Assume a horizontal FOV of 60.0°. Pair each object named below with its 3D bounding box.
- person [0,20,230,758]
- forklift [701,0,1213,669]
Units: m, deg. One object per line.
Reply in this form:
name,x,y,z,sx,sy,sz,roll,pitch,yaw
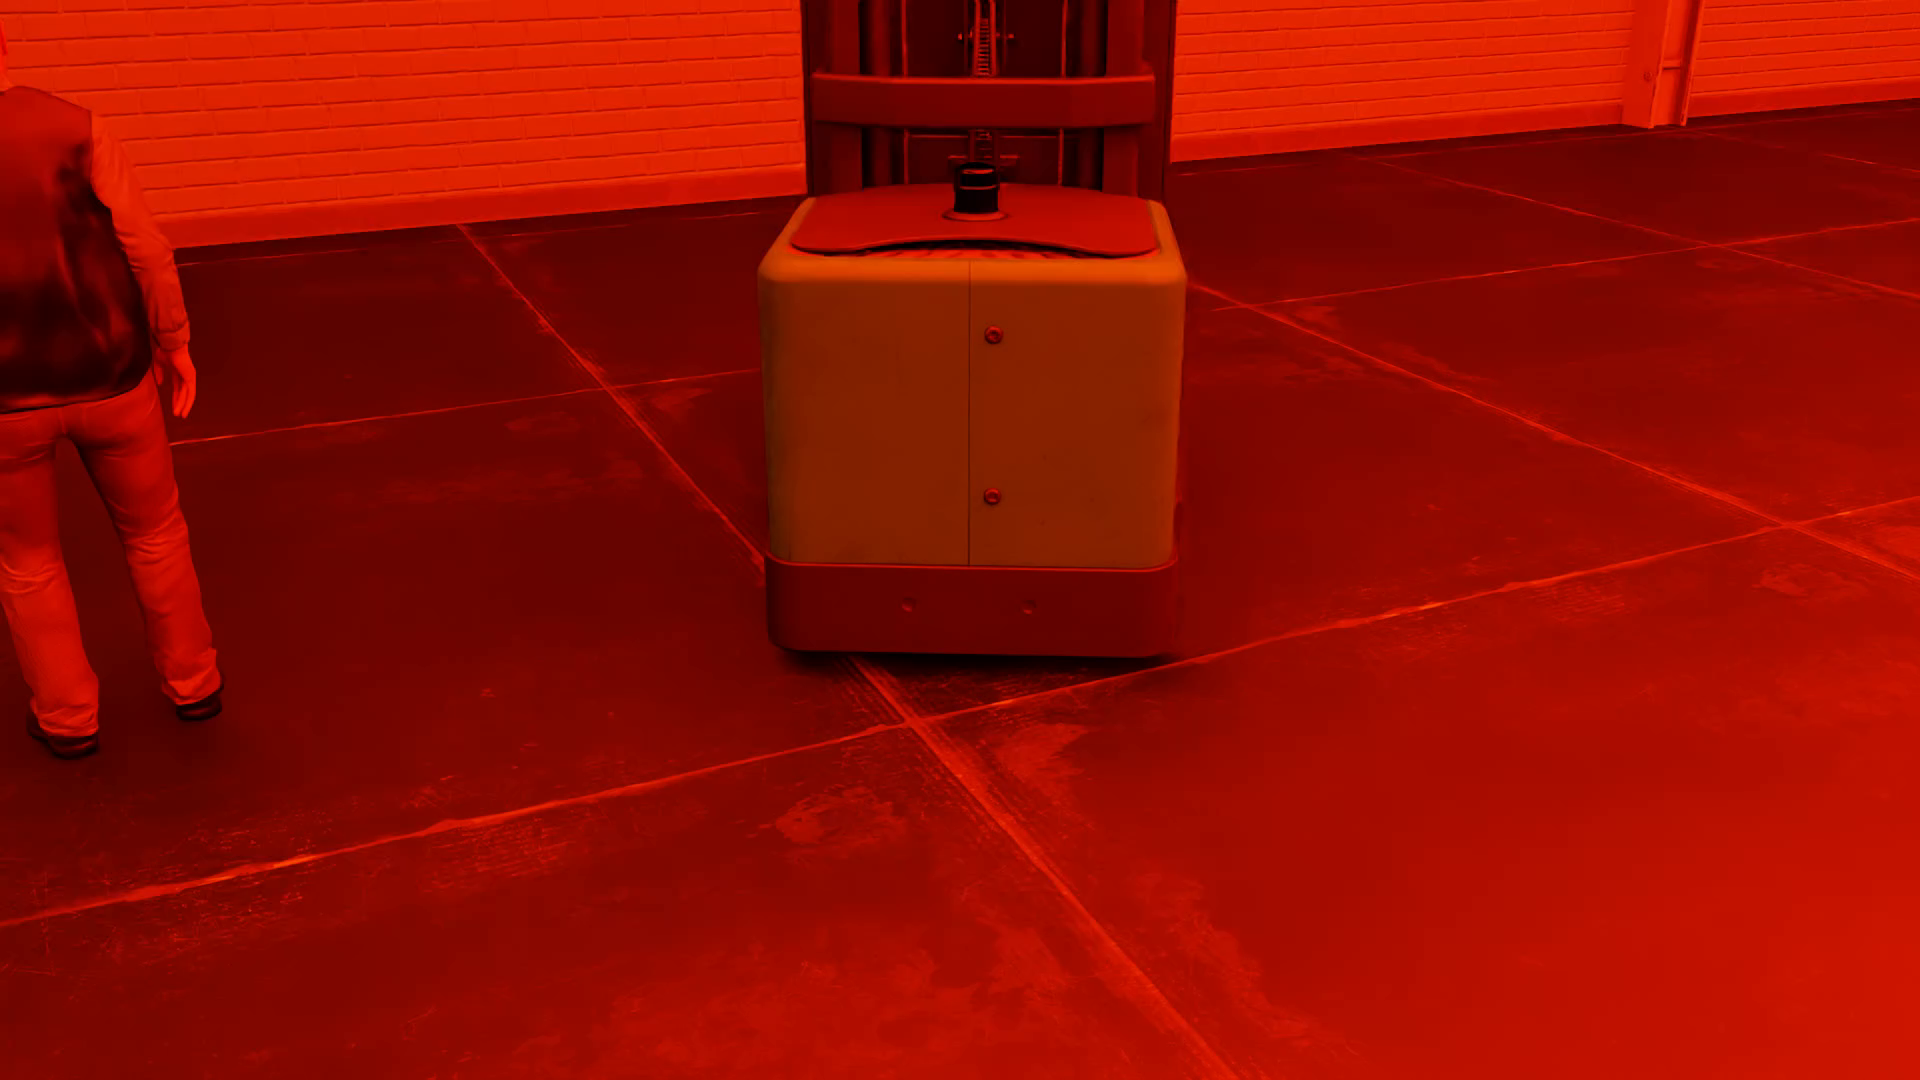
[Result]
person,-2.023,-0.340,3.685,0.592,1.719,0.430,-14,26,-30
forklift,0.230,-1.569,5.062,1.130,2.935,3.031,6,23,14
